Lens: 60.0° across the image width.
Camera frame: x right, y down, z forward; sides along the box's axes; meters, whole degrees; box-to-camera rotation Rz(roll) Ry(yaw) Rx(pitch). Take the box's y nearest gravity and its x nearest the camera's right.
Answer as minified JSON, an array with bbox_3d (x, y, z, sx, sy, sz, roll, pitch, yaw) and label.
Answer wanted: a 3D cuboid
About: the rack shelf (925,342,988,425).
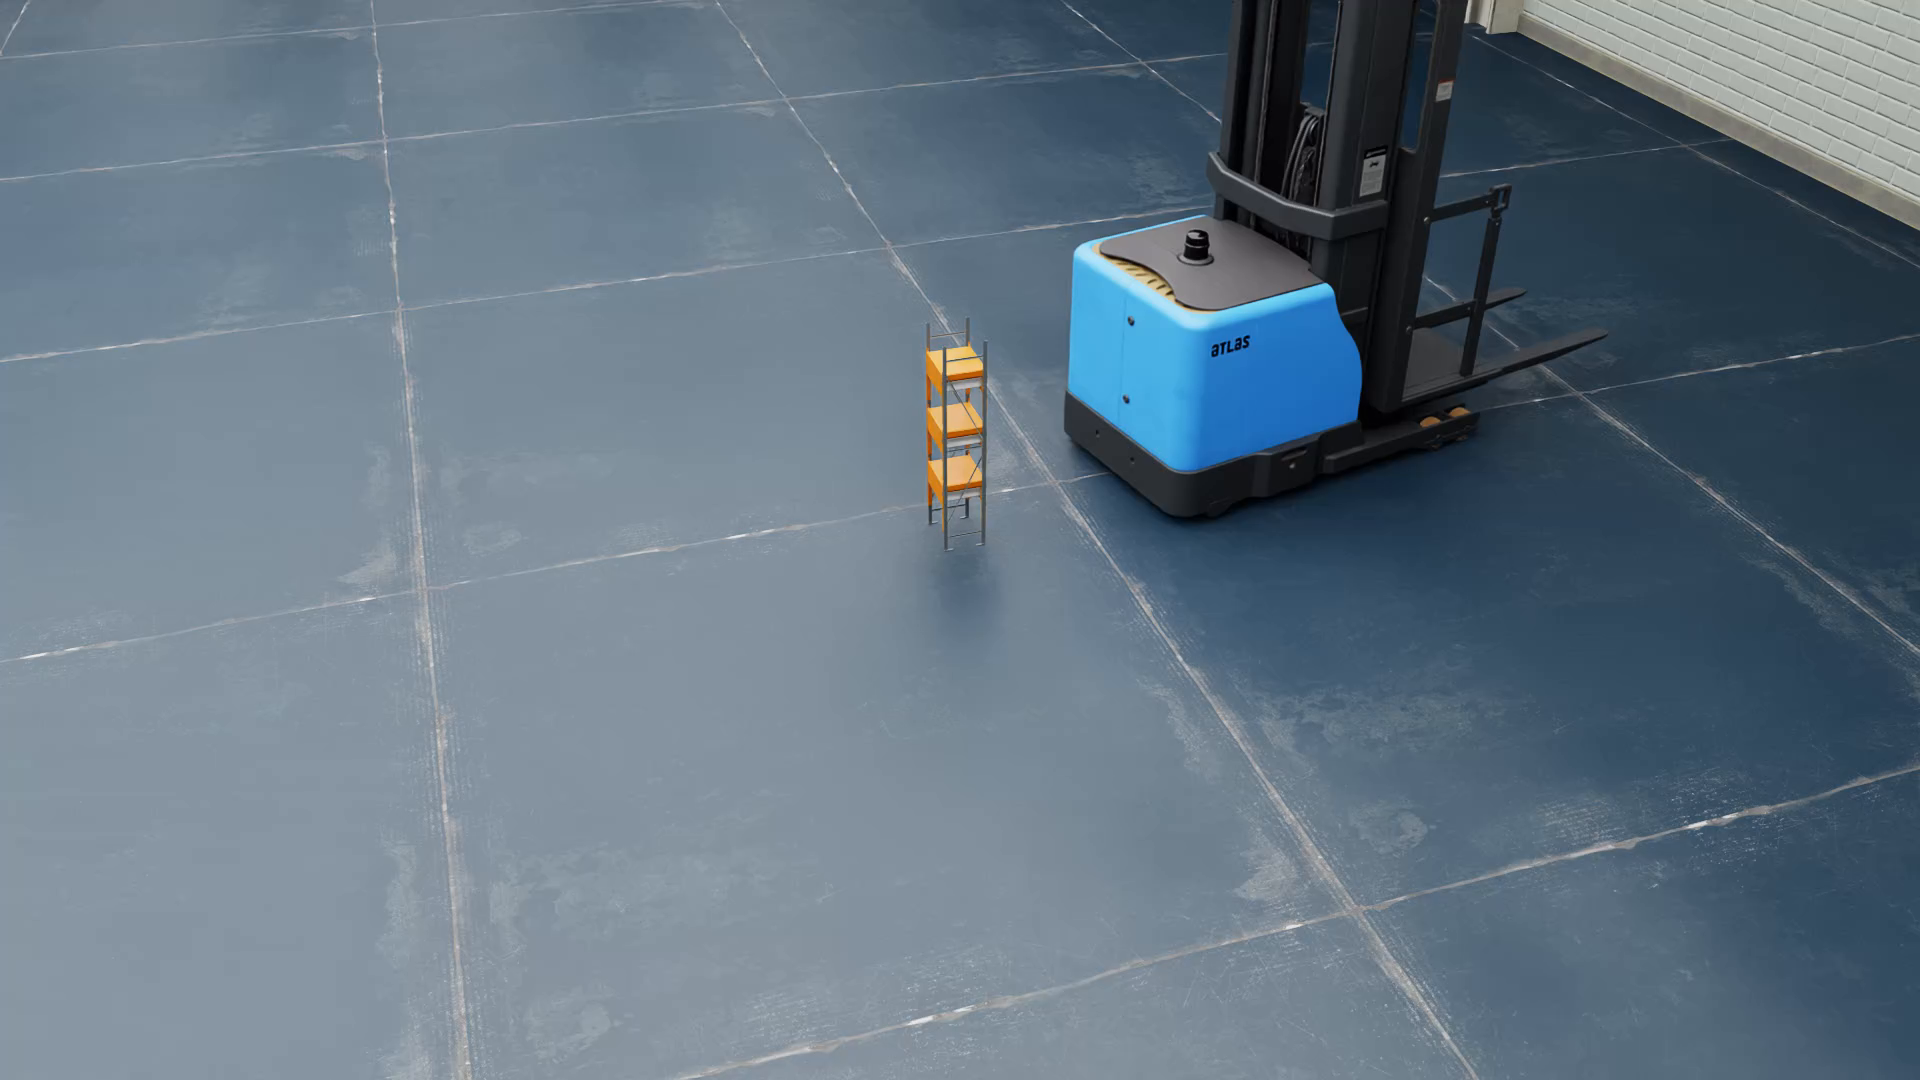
[{"bbox_3d":[-0.016,-0.694,7.352,0.215,0.259,0.240,-10,35,-15],"label":"rack shelf"}]

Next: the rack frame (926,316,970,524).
[{"bbox_3d":[-0.054,-0.530,7.600,0.200,1.050,0.008,-10,35,-15],"label":"rack frame"}]

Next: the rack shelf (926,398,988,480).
[{"bbox_3d":[-0.016,-0.457,7.509,0.215,0.259,0.240,-10,35,-15],"label":"rack shelf"}]

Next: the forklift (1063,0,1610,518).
[{"bbox_3d":[2.063,-1.913,7.987,3.031,2.935,1.130,-18,37,-25],"label":"forklift"}]

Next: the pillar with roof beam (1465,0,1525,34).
[{"bbox_3d":[0.555,-7.527,10.979,9.100,9.000,0.400,-10,35,-15],"label":"pillar with roof beam"}]

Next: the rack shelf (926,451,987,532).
[{"bbox_3d":[-0.016,-0.225,7.662,0.215,0.259,0.240,-10,35,-15],"label":"rack shelf"}]

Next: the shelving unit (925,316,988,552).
[{"bbox_3d":[-0.016,-0.466,7.503,0.215,1.050,0.252,-10,35,-15],"label":"shelving unit"}]

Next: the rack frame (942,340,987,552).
[{"bbox_3d":[0.021,-0.402,7.406,0.200,1.050,0.008,-10,35,-15],"label":"rack frame"}]
